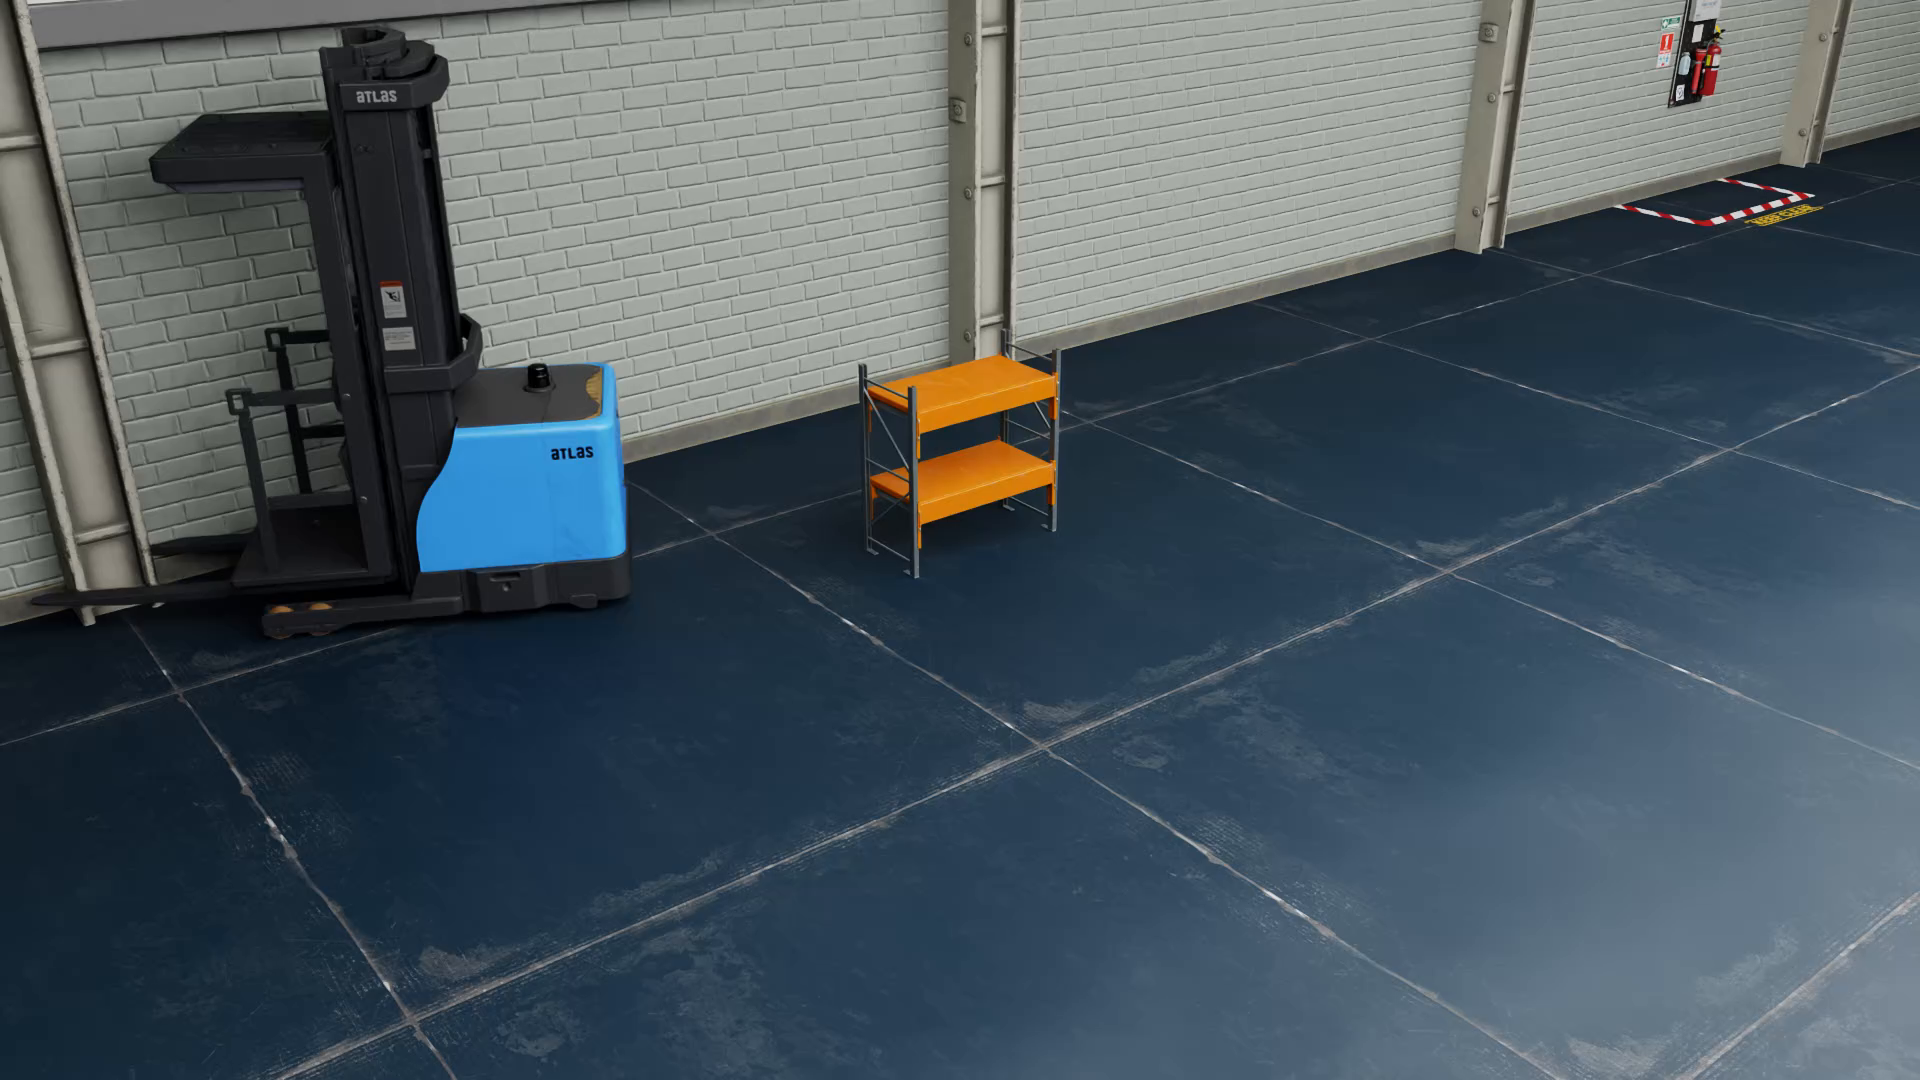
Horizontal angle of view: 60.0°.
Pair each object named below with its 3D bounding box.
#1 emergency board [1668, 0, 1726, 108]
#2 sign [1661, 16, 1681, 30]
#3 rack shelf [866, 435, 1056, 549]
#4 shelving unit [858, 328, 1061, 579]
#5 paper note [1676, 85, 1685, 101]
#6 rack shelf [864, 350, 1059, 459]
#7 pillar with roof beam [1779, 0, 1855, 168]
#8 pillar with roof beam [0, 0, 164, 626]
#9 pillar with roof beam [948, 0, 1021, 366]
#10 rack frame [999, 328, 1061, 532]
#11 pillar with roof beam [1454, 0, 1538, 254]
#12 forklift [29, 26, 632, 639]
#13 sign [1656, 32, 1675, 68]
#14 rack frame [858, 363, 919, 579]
[{"bbox_3d":[7.640,-5.054,17.077,0.643,1.169,0.194,-18,31,-34],"label":"emergency board"},{"bbox_3d":[7.151,-5.199,16.718,0.331,0.109,0.001,-18,31,-34],"label":"sign"},{"bbox_3d":[0.005,-0.290,9.620,1.000,0.278,0.538,-18,31,-34],"label":"rack shelf"},{"bbox_3d":[0.005,-0.512,9.517,1.048,1.125,0.538,-18,31,-34],"label":"shelving unit"},{"bbox_3d":[7.458,-4.631,17.212,0.142,0.148,0.016,-18,31,-34],"label":"paper note"},{"bbox_3d":[0.005,-0.777,9.394,1.000,0.278,0.538,-18,31,-34],"label":"rack shelf"},{"bbox_3d":[12.265,-6.978,14.097,0.400,9.000,9.100,-18,31,-34],"label":"pillar with roof beam"},{"bbox_3d":[-1.900,-2.303,4.022,0.400,9.000,9.100,-18,31,-34],"label":"pillar with roof beam"},{"bbox_3d":[2.822,-3.861,7.380,0.400,9.000,9.100,-18,31,-34],"label":"pillar with roof beam"},{"bbox_3d":[0.405,-0.644,9.802,0.032,1.125,0.500,-18,31,-34],"label":"rack frame"},{"bbox_3d":[7.543,-5.420,10.739,0.400,9.000,9.100,-18,31,-34],"label":"pillar with roof beam"},{"bbox_3d":[-3.343,-1.056,8.544,3.031,2.935,1.130,-4,25,-9],"label":"forklift"},{"bbox_3d":[7.142,-4.961,16.833,0.234,0.329,0.001,-18,31,-34],"label":"sign"},{"bbox_3d":[-0.395,-0.380,9.232,0.032,1.125,0.500,-18,31,-34],"label":"rack frame"}]
